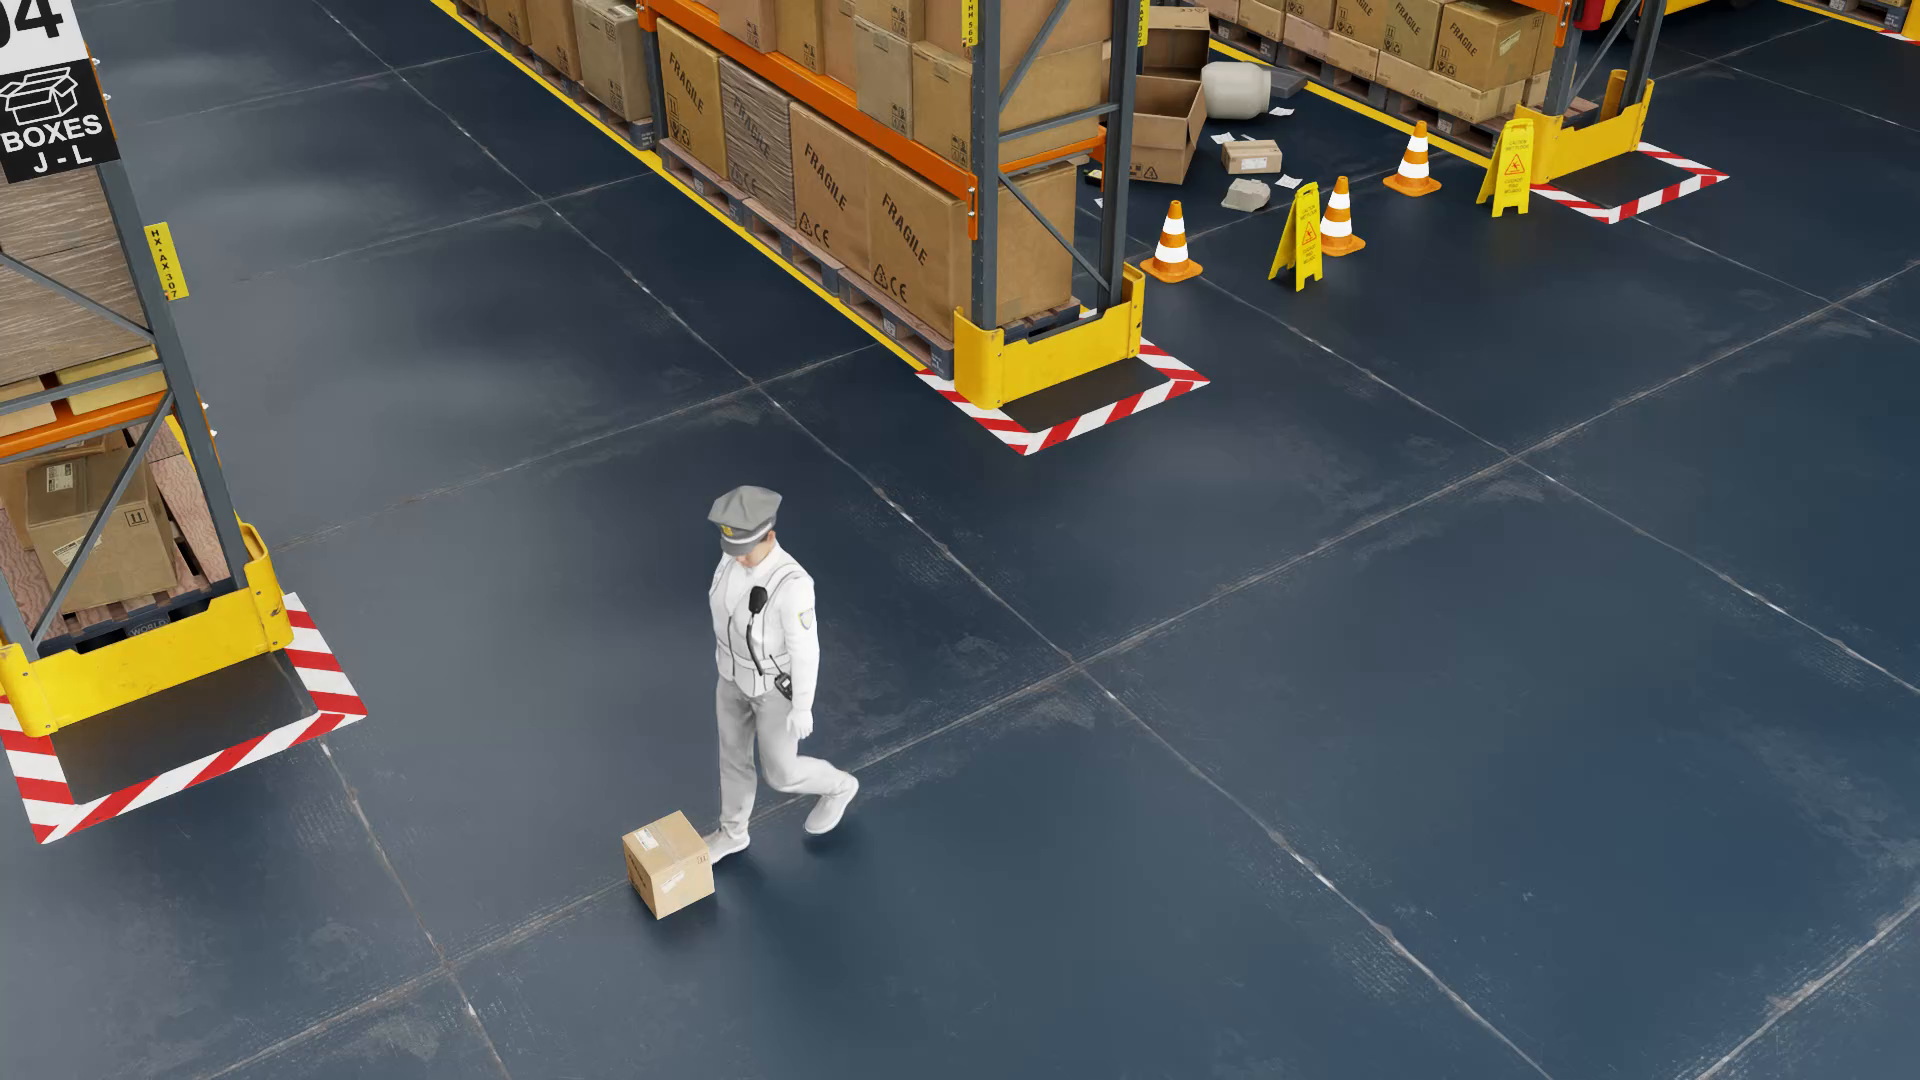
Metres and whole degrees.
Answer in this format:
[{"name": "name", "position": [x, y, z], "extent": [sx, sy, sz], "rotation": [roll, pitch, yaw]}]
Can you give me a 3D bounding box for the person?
[{"name": "person", "position": [-0.759, 0.541, 6.248], "extent": [0.718, 1.643, 0.513], "rotation": [-30, 46, -34]}]
